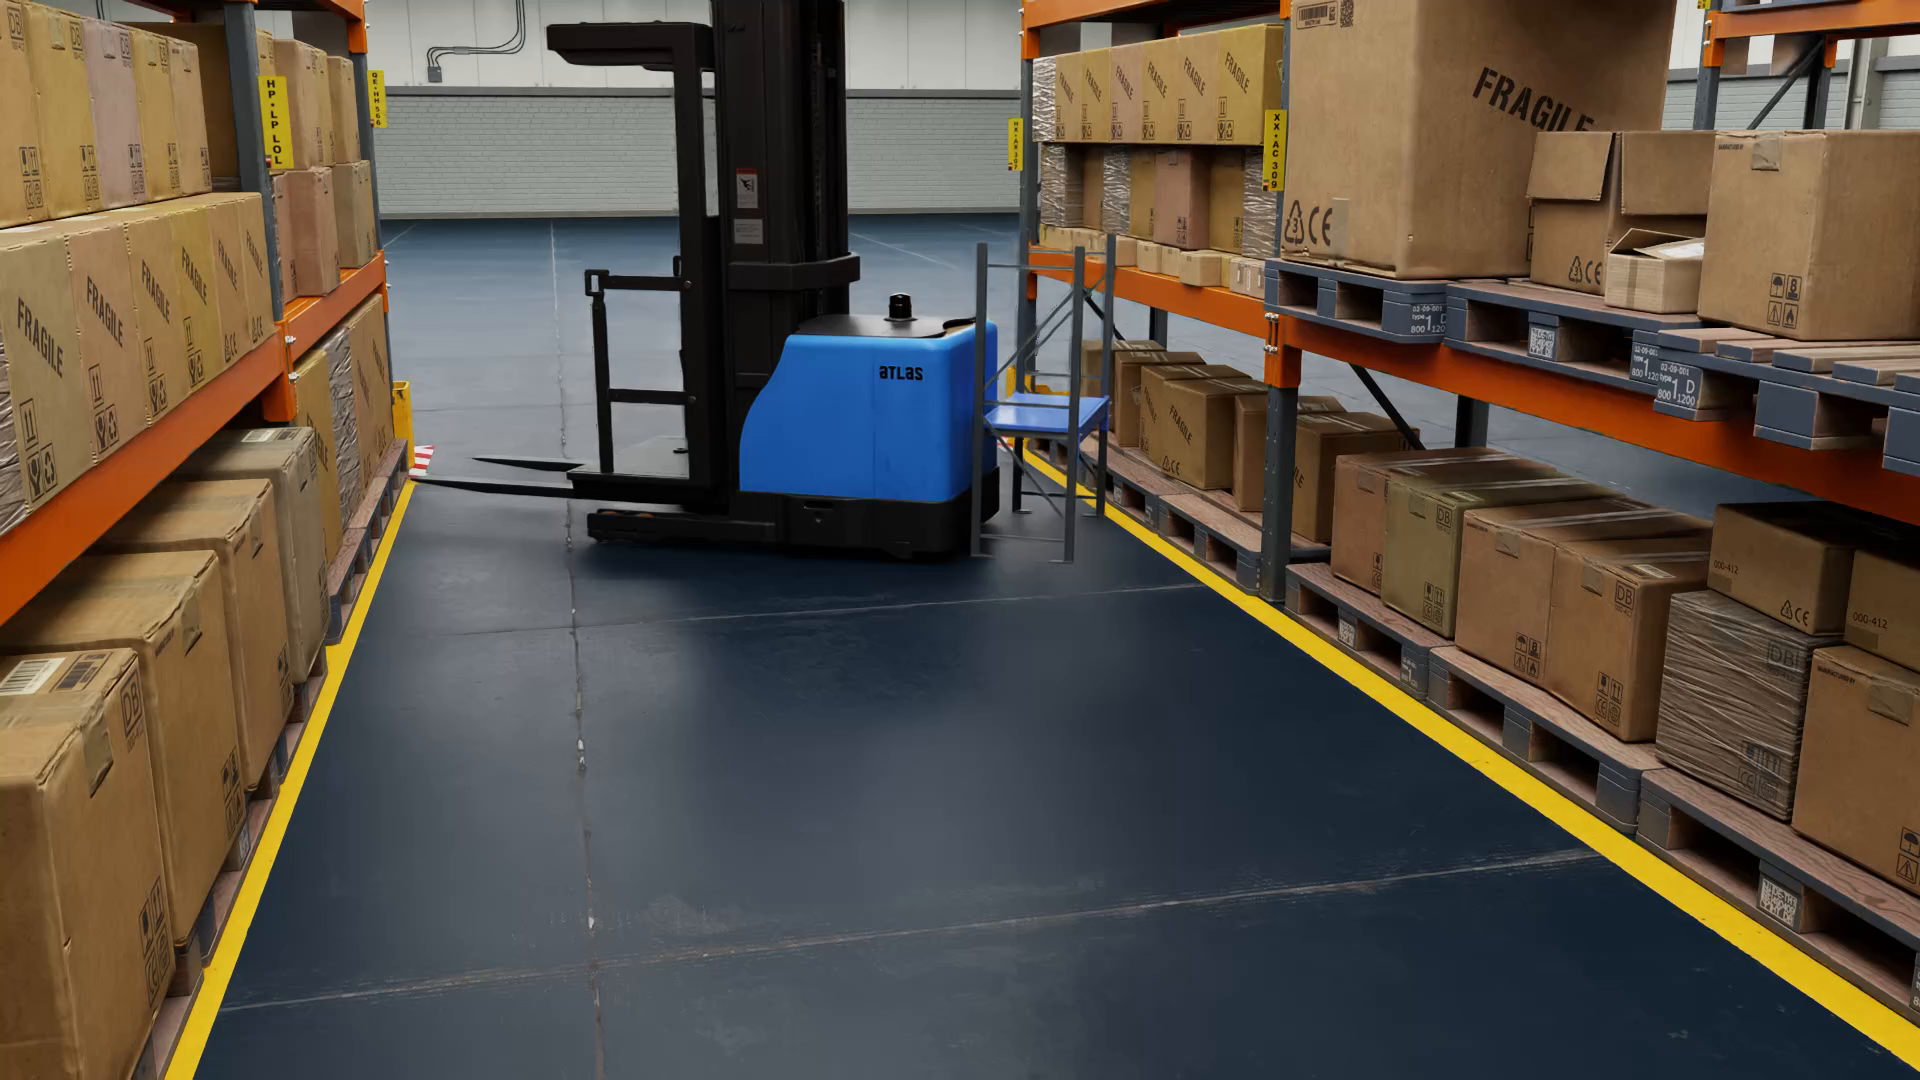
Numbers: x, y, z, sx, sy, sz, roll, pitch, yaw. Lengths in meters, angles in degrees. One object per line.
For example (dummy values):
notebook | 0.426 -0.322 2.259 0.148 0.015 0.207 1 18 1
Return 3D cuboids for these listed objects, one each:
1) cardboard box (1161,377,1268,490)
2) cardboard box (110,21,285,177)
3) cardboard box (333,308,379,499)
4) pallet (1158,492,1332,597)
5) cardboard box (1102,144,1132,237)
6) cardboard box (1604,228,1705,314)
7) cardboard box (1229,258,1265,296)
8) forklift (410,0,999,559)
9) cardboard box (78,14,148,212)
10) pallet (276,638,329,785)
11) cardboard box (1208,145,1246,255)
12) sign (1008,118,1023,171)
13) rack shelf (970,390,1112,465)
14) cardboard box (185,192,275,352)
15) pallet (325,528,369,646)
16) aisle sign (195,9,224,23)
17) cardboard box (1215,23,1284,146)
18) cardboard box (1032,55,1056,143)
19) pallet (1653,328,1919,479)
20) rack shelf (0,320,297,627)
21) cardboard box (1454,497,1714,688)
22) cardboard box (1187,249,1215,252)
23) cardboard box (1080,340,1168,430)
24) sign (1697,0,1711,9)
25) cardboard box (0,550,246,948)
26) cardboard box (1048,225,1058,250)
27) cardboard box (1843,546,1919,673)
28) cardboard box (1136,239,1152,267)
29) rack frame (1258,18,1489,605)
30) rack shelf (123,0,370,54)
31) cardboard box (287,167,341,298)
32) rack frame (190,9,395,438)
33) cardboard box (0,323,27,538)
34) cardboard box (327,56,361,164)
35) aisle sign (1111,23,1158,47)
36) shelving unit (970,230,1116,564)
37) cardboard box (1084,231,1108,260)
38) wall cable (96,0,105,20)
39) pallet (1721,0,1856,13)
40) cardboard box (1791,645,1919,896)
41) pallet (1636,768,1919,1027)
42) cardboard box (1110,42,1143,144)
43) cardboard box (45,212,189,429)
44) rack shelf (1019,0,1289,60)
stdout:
cardboard box | 1.407 -0.572 8.828 0.500 0.500 0.500 -5 14 -18
cardboard box | -3.073 -1.648 6.261 0.875 0.550 0.550 -3 14 -13
cardboard box | -3.527 -0.703 8.575 0.875 0.875 0.875 -4 14 -14
pallet | 1.634 -0.015 8.044 1.003 0.211 1.213 -3 14 -13
cardboard box | 1.298 -1.978 9.365 0.875 0.500 0.500 -3 14 -13
cardboard box | 2.111 -0.802 4.789 0.396 0.266 0.258 -4 14 -15
cardboard box | 1.440 -1.186 7.491 0.380 0.149 0.250 -3 14 -13
forklift | -1.369 -1.507 8.420 3.031 2.935 1.130 4 14 15
cardboard box | -2.656 -1.149 4.491 0.700 0.500 0.500 -3 14 -13
pallet | -2.765 0.565 5.671 1.003 0.211 1.213 -3 14 -13
cardboard box | 1.697 -1.634 7.959 0.875 0.500 0.500 -3 14 -13
sign | 0.359 -2.530 10.638 0.100 0.325 0.005 -3 14 -13
rack shelf | 0.425 -0.576 8.359 0.538 0.185 1.000 4 14 13
cardboard box | -2.637 -0.907 5.608 0.500 0.500 0.500 -3 14 -14
pallet | -3.122 0.211 7.118 1.003 0.211 1.213 -3 14 -13
aisle sign | -4.267 -3.149 9.518 0.394 0.787 0.004 -3 14 -13
cardboard box | 1.453 -1.984 7.284 0.500 0.500 0.500 -3 14 -13
cardboard box | 0.751 -2.676 10.117 0.500 0.500 0.500 -3 14 -13
pallet | 2.494 -0.359 3.982 1.213 0.211 1.003 -3 14 -13
rack shelf | -2.550 -0.153 4.248 1.077 0.370 4.000 -3 14 -13
cardboard box | 2.174 0.167 5.764 0.700 0.500 0.500 -5 14 -18
cardboard box | 1.342 -1.364 8.218 0.380 0.149 0.250 -3 14 -13
cardboard box | 1.017 -0.984 10.518 0.500 0.500 0.500 -1 14 -3
sign | 5.165 -3.847 11.516 0.100 0.325 0.005 -3 14 -13
cardboard box | -2.344 0.501 3.912 1.050 0.750 0.750 -3 14 -12
cardboard box | 0.762 -1.880 10.330 0.380 0.149 0.250 -3 14 -13
cardboard box | 2.579 0.189 4.092 0.500 0.250 0.500 -3 14 -11
cardboard box | 1.167 -1.537 8.926 0.380 0.149 0.250 -3 14 -13
rack frame | 1.826 -1.217 7.087 1.000 3.000 0.127 -3 14 -13
rack shelf | -3.489 -2.533 7.669 1.077 0.370 4.000 -3 14 -13
cardboard box | -3.281 -1.378 7.430 0.875 0.550 0.550 -3 14 -13
rack frame | -3.959 -1.886 9.828 1.000 3.000 0.127 -3 14 -13
cardboard box | -1.923 -0.208 2.748 0.500 0.500 0.500 -3 14 -13
cardboard box | -3.690 -2.274 8.825 0.875 0.550 0.550 -3 14 -13
aisle sign | 1.163 -3.433 10.683 0.394 0.787 0.004 -3 14 -13
shelving unit | 0.428 -0.750 8.315 0.538 1.500 1.048 4 14 13
cardboard box | 0.936 -1.707 9.622 0.380 0.149 0.250 -3 14 -13
wall cable | -18.106 -12.783 37.690 3.097 2.526 0.112 -3 14 -13
pallet | 5.800 -3.585 10.857 1.003 0.211 1.213 -3 14 -13
cardboard box | 2.588 0.553 4.183 0.700 0.500 0.500 -4 14 -16
pallet | 2.583 0.880 4.379 1.003 0.211 1.213 -3 14 -13
cardboard box | 1.103 -2.330 8.701 0.500 0.500 0.500 -3 14 -13
cardboard box | -2.278 -0.557 4.174 0.500 0.500 0.500 -3 14 -14
rack shelf | 1.356 -2.786 8.705 1.077 0.370 4.000 -3 14 -13
